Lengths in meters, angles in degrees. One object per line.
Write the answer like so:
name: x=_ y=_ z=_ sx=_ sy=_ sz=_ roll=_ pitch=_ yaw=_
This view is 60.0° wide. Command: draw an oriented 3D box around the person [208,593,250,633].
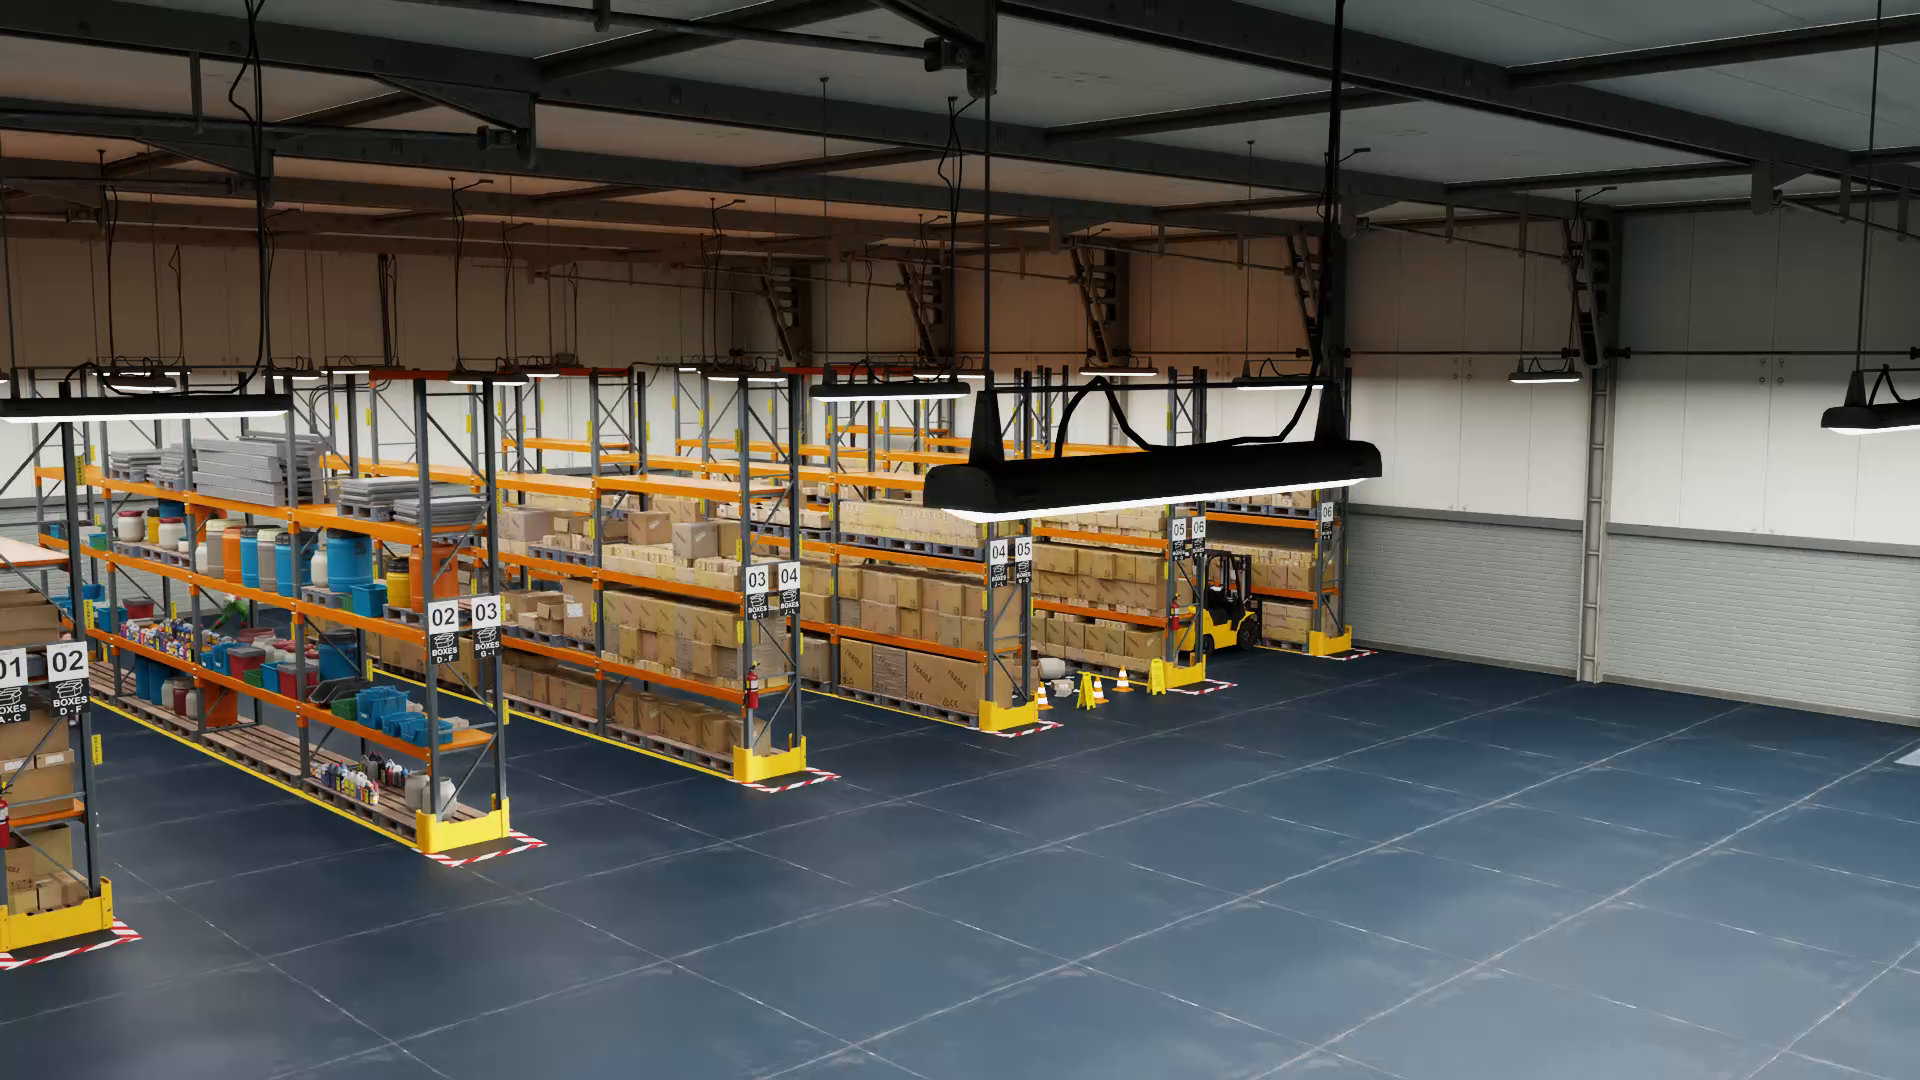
person: x=-16.139 y=1.387 z=36.937 sx=1.123 sy=1.606 sz=0.681 roll=-2 pitch=7 yaw=-14

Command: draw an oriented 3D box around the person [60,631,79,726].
person: x=-15.049 y=2.346 z=28.098 sx=0.593 sy=1.623 sz=0.523 roll=-5 pitch=8 yaw=-38
